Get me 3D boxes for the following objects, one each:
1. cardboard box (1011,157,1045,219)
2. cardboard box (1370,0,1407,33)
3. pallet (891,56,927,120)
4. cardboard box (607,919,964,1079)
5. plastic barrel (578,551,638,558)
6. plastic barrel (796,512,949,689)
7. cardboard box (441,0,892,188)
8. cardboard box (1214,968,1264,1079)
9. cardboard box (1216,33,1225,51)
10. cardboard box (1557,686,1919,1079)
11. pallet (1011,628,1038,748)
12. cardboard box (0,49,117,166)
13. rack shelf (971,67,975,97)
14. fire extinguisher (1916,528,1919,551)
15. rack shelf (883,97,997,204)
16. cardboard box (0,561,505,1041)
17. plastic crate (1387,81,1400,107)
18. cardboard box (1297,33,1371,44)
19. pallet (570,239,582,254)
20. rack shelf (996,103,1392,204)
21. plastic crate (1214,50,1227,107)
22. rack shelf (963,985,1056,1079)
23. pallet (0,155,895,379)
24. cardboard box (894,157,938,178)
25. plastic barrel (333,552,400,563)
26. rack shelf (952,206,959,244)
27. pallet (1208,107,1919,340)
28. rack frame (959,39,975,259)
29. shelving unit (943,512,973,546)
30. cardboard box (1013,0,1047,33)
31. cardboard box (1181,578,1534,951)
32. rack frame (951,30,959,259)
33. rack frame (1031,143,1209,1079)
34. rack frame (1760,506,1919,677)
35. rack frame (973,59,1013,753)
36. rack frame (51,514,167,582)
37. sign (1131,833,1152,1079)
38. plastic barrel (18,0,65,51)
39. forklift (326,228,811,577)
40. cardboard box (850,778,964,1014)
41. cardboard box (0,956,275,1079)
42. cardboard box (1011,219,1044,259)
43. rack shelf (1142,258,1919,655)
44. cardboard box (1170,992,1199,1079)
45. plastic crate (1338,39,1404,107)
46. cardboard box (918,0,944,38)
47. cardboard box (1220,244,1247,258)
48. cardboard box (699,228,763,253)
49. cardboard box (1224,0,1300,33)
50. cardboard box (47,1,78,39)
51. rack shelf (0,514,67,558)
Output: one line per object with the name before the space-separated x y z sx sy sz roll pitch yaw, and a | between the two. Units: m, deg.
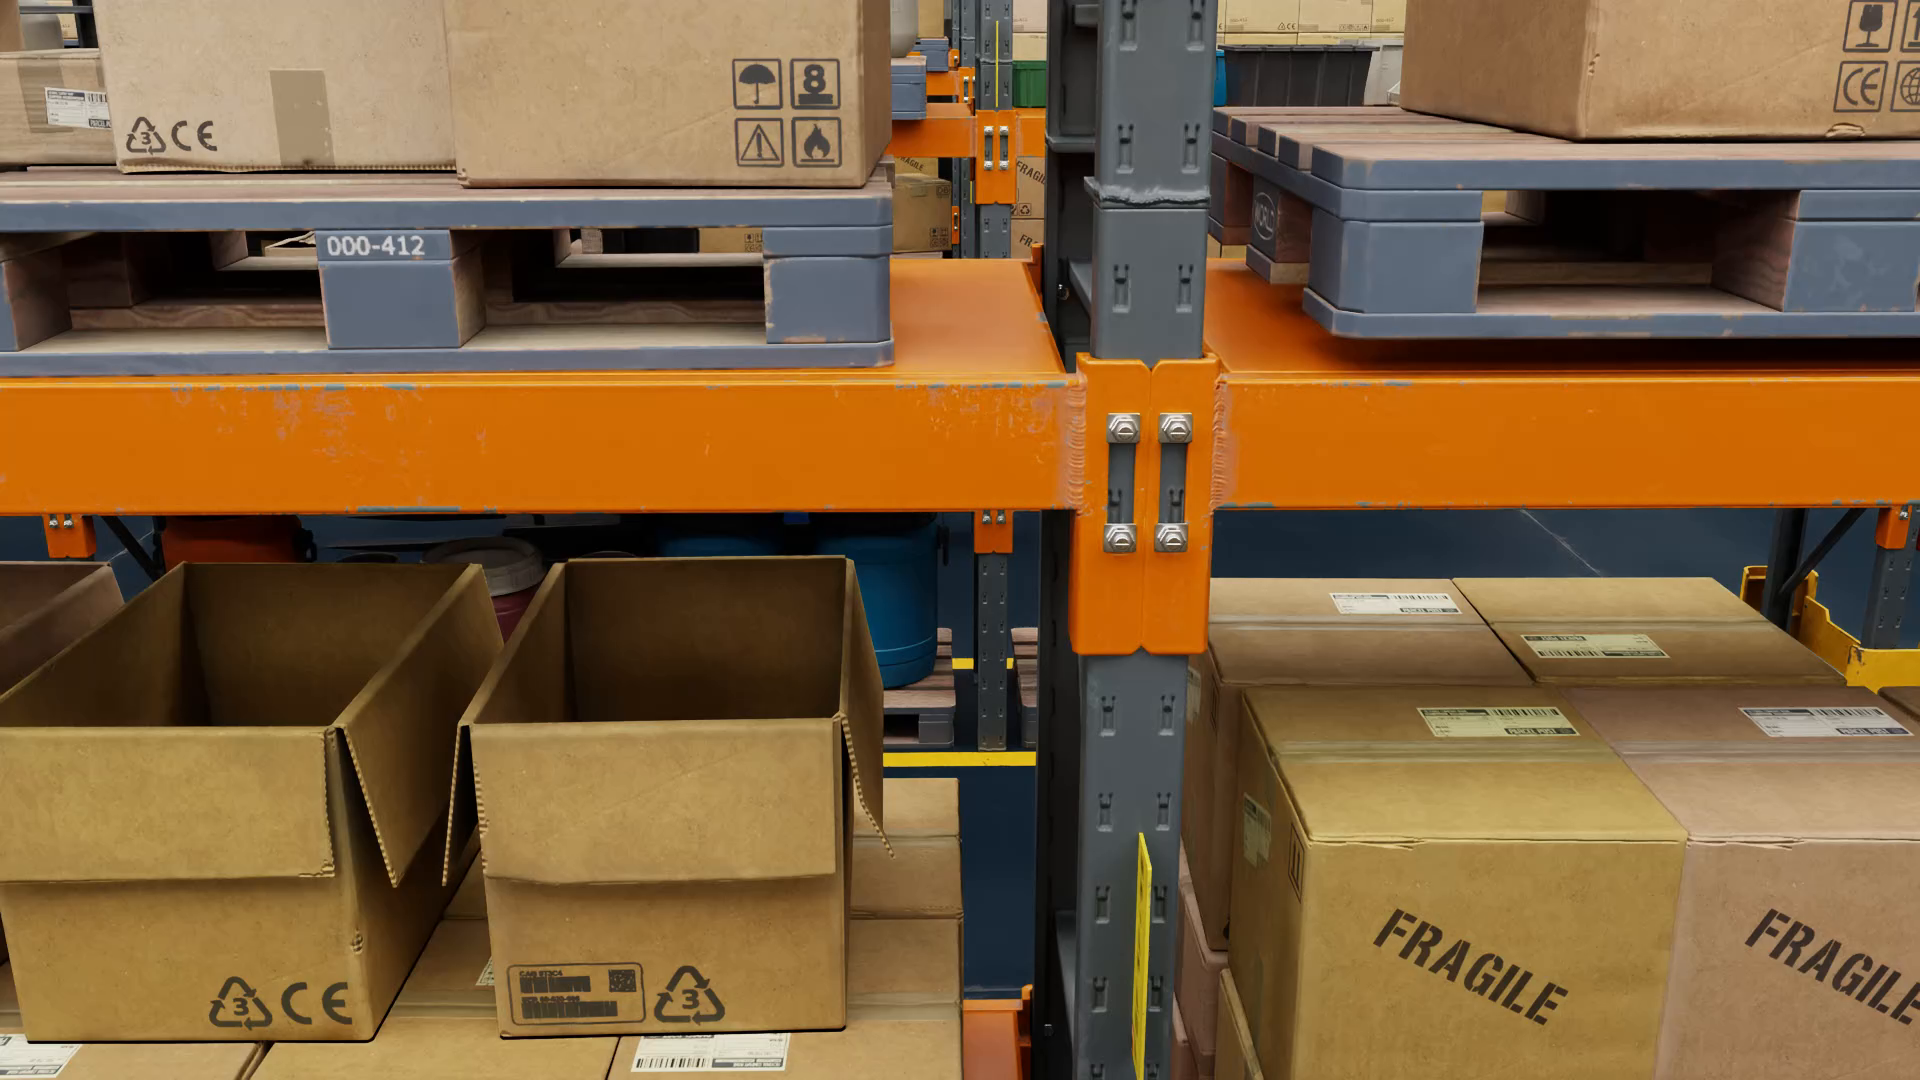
cardboard box | 0.540 -2.570 11.848 0.500 0.500 0.500 0 18 1
cardboard box | 3.054 -3.661 11.567 0.500 0.250 0.500 0 18 -1
pallet | -0.644 -1.922 7.026 1.003 0.211 1.213 0 18 -1
cardboard box | -0.246 0.934 2.563 0.500 0.500 0.500 0 18 -1
plastic barrel | -1.680 0.344 7.950 0.421 0.512 0.421 0 18 0
plastic barrel | -0.406 0.180 7.825 0.708 0.901 0.600 0 18 -1
cardboard box | -0.363 -0.774 2.289 0.500 0.500 0.700 0 18 0
cardboard box | 0.691 0.903 2.580 0.500 0.250 0.500 -1 18 -2
cardboard box | 1.554 -3.417 11.623 0.500 0.250 0.500 0 18 -1
cardboard box | 1.192 0.544 2.472 0.500 0.500 0.500 0 18 -1
pallet | 0.873 0.695 8.035 1.213 0.211 1.003 0 18 -1
cardboard box | -1.274 -0.652 2.481 0.250 0.149 0.380 -1 18 -3
rack shelf | 2.064 -3.225 11.958 4.000 0.370 1.077 0 18 -1
fire extinguisher | 4.296 -0.284 7.259 0.183 0.674 0.296 0 18 -1
rack shelf | -1.861 -1.693 7.182 4.000 0.370 1.077 0 18 -1
cardboard box | -1.108 0.376 2.660 0.637 0.503 0.797 0 18 0
plastic crate | 2.076 -1.853 6.936 0.530 0.136 0.437 0 18 -1
cardboard box | 2.554 -3.418 11.626 0.500 0.250 0.500 0 18 -1
pallet | -3.259 -2.044 12.323 1.003 0.211 1.213 0 18 -1
rack shelf | 2.138 -1.712 7.242 4.000 0.370 1.077 0 18 -1
plastic crate | 1.044 -2.068 7.446 0.300 0.233 0.416 0 18 -1
rack shelf | -1.783 1.248 2.925 4.000 0.370 1.077 0 18 -1
pallet | -0.699 -0.422 2.355 1.217 0.209 0.805 -1 18 -3
cardboard box | -0.475 -3.762 16.682 0.500 0.500 0.500 -1 18 -2
plastic barrel | -2.809 0.349 7.933 0.421 0.512 0.421 0 18 0
rack shelf | -2.017 -3.291 17.073 4.000 0.370 1.077 0 18 -1
pallet | 1.035 -0.491 2.403 1.213 0.211 1.003 0 18 -1
rack frame | 0.064 -2.130 12.277 0.127 3.000 1.000 0 18 -1
shelving unit | -0.014 -0.571 10.364 0.189 1.200 0.258 0 18 -1
cardboard box | 0.554 -3.651 11.536 0.500 0.250 0.500 0 18 -1
cardboard box | 0.672 0.384 2.969 0.500 0.500 0.500 0 18 1
rack frame | -0.018 -3.643 16.993 0.127 3.000 1.000 0 18 -1
rack frame | 0.217 0.896 2.845 0.127 3.000 1.000 0 18 -1
rack frame | 4.138 -0.636 7.621 0.127 3.000 1.000 0 18 -1
rack frame | 0.139 -0.617 7.561 0.127 3.000 1.000 0 18 -1
rack frame | -3.861 -0.598 7.500 0.127 3.000 1.000 0 18 -1
sign | 0.235 0.548 2.164 0.005 0.325 0.100 0 18 -1
plastic barrel | -4.176 -2.171 7.312 0.421 0.512 0.421 0 18 0
forklift | -2.243 -1.305 9.818 3.031 2.935 1.130 -2 18 -7
cardboard box | -0.247 0.774 3.061 0.500 0.500 0.500 0 18 -1
cardboard box | -1.264 0.939 2.547 0.500 0.500 0.500 0 18 -2
cardboard box | 0.578 -2.097 12.010 0.500 0.500 0.500 0 18 1
rack shelf | 2.217 -0.200 2.527 4.000 0.370 1.077 0 18 -1
cardboard box | 0.517 0.914 3.200 0.250 0.149 0.380 0 18 -1
plastic crate | 1.917 -2.092 7.441 0.530 0.282 0.437 0 18 -1
cardboard box | -0.441 -3.874 11.786 0.600 0.600 0.600 -2 18 -6
cardboard box | 2.099 -2.105 12.035 0.500 0.500 0.500 -1 18 -2
cardboard box | -1.701 -2.350 12.112 0.500 0.500 0.700 -5 18 -15
cardboard box | 2.054 -3.656 11.549 0.500 0.250 0.500 0 18 -1
cardboard box | -6.022 -3.639 11.627 0.500 0.250 0.500 -2 18 -6
rack shelf | -5.861 -0.246 7.580 4.000 0.370 1.077 0 18 -1
